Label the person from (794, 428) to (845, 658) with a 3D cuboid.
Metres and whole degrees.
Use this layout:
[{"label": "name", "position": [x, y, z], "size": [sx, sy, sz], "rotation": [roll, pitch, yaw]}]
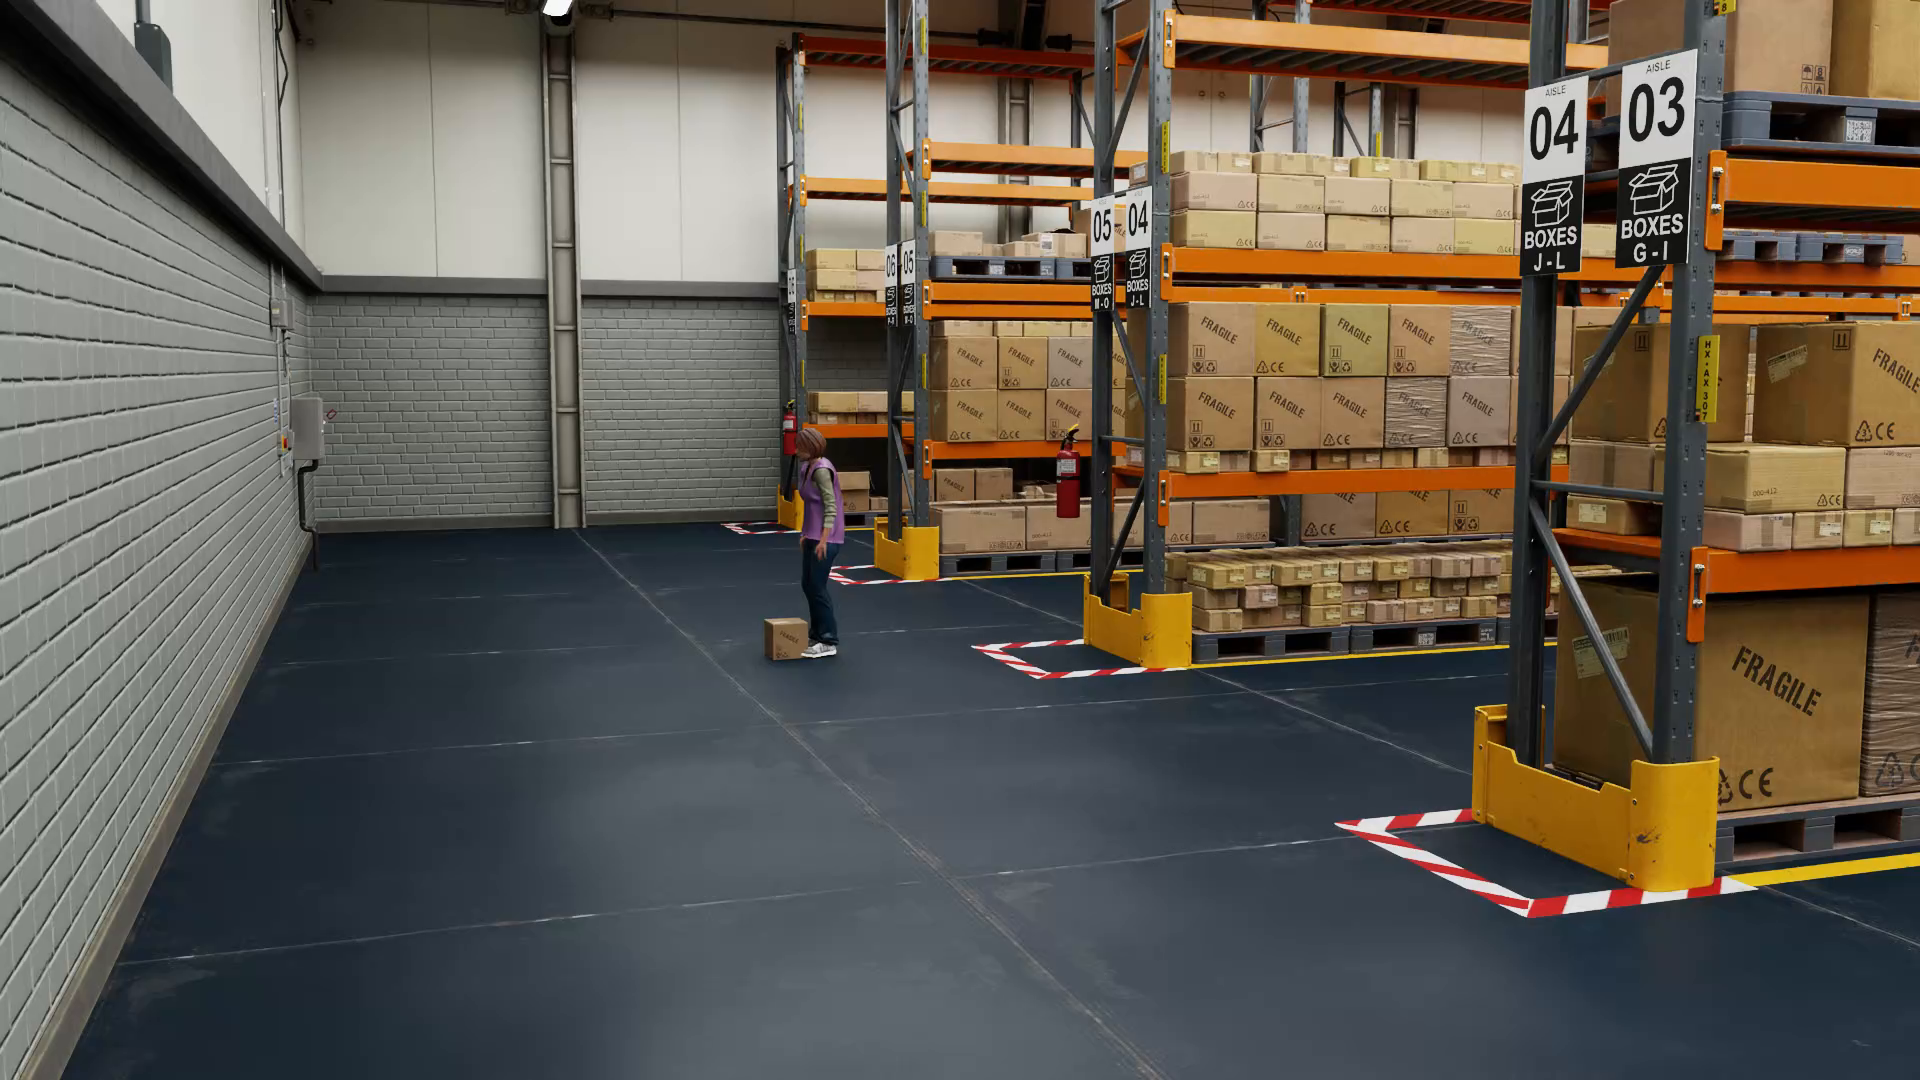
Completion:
[{"label": "person", "position": [-0.993, 0.013, 11.638], "size": [0.340, 1.594, 0.484], "rotation": [-2, 6, -22]}]
